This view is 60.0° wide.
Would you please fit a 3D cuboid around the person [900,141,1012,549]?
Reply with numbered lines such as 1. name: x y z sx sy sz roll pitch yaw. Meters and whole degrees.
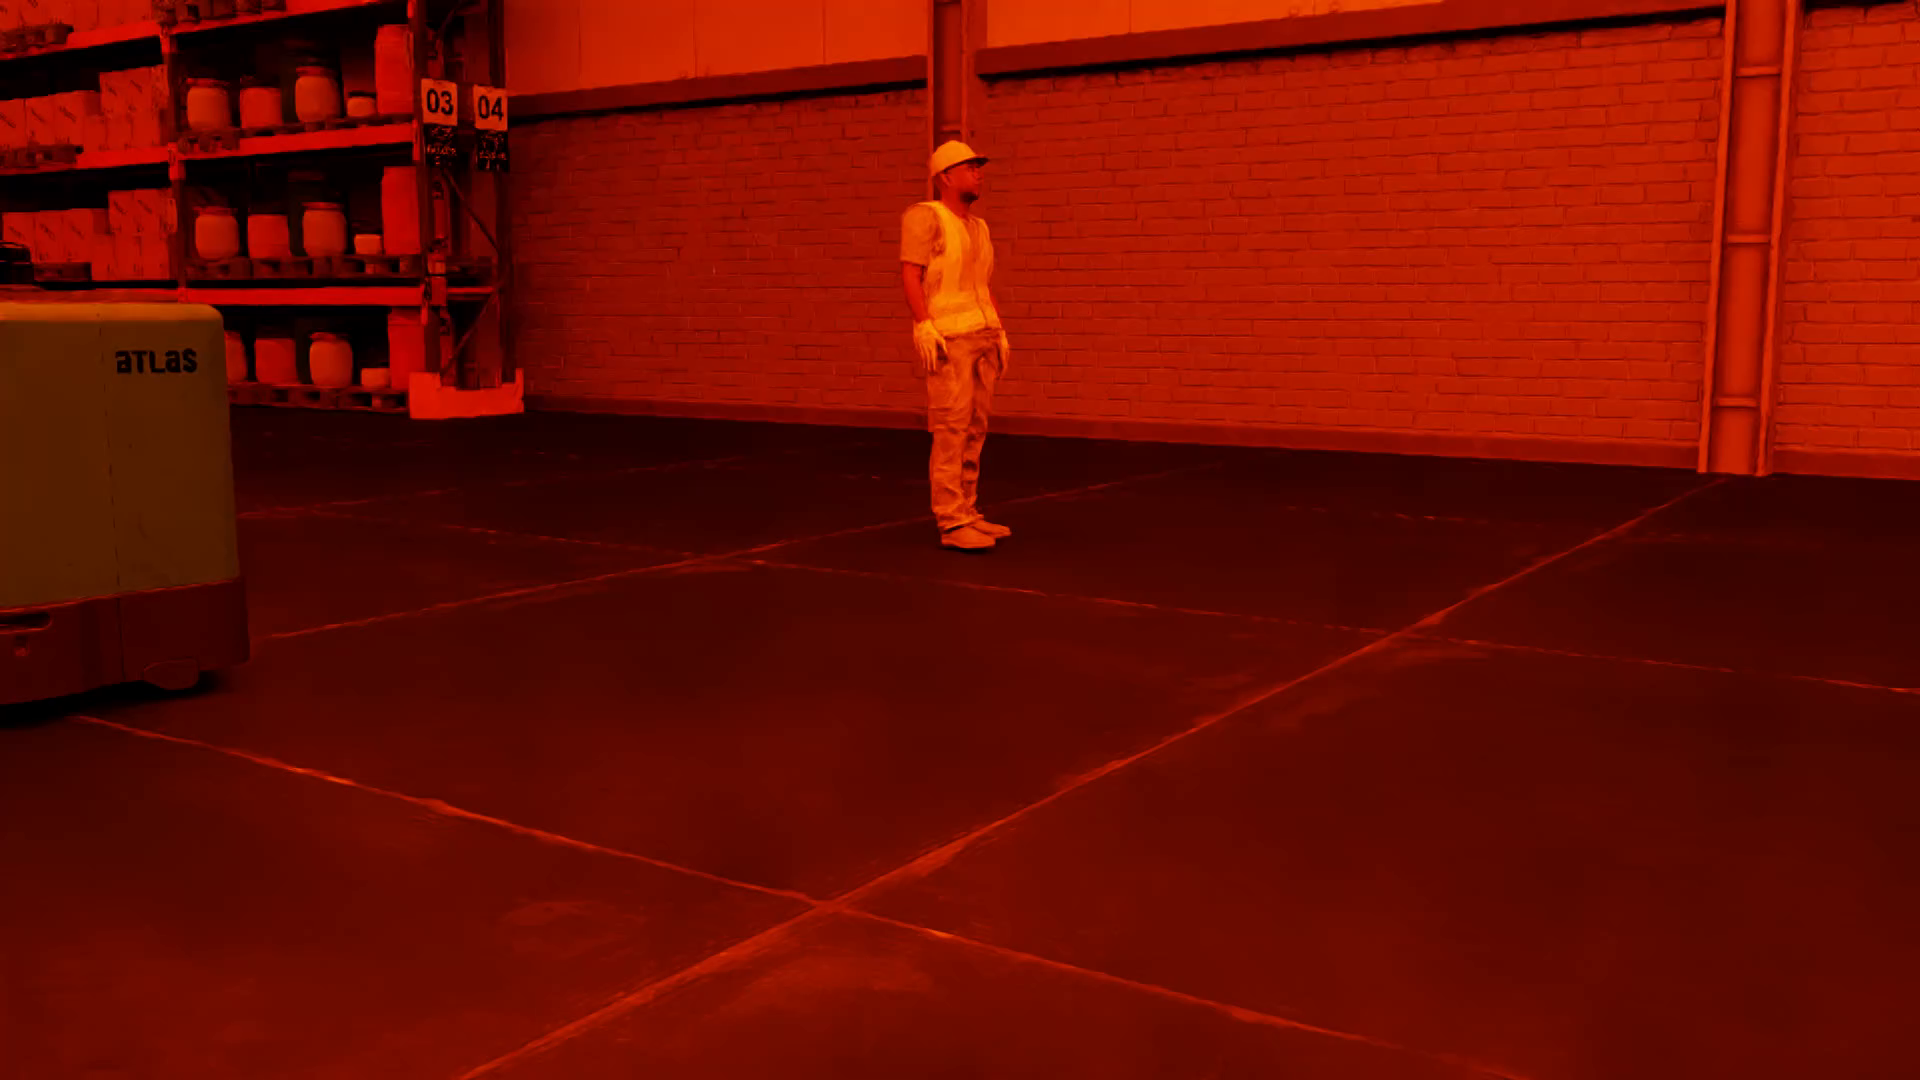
1. person: 0.055 -0.883 7.431 0.576 1.782 0.655 5 10 34

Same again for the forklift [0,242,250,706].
1. forklift: -3.370 -0.930 3.733 1.130 2.935 3.031 7 11 41
